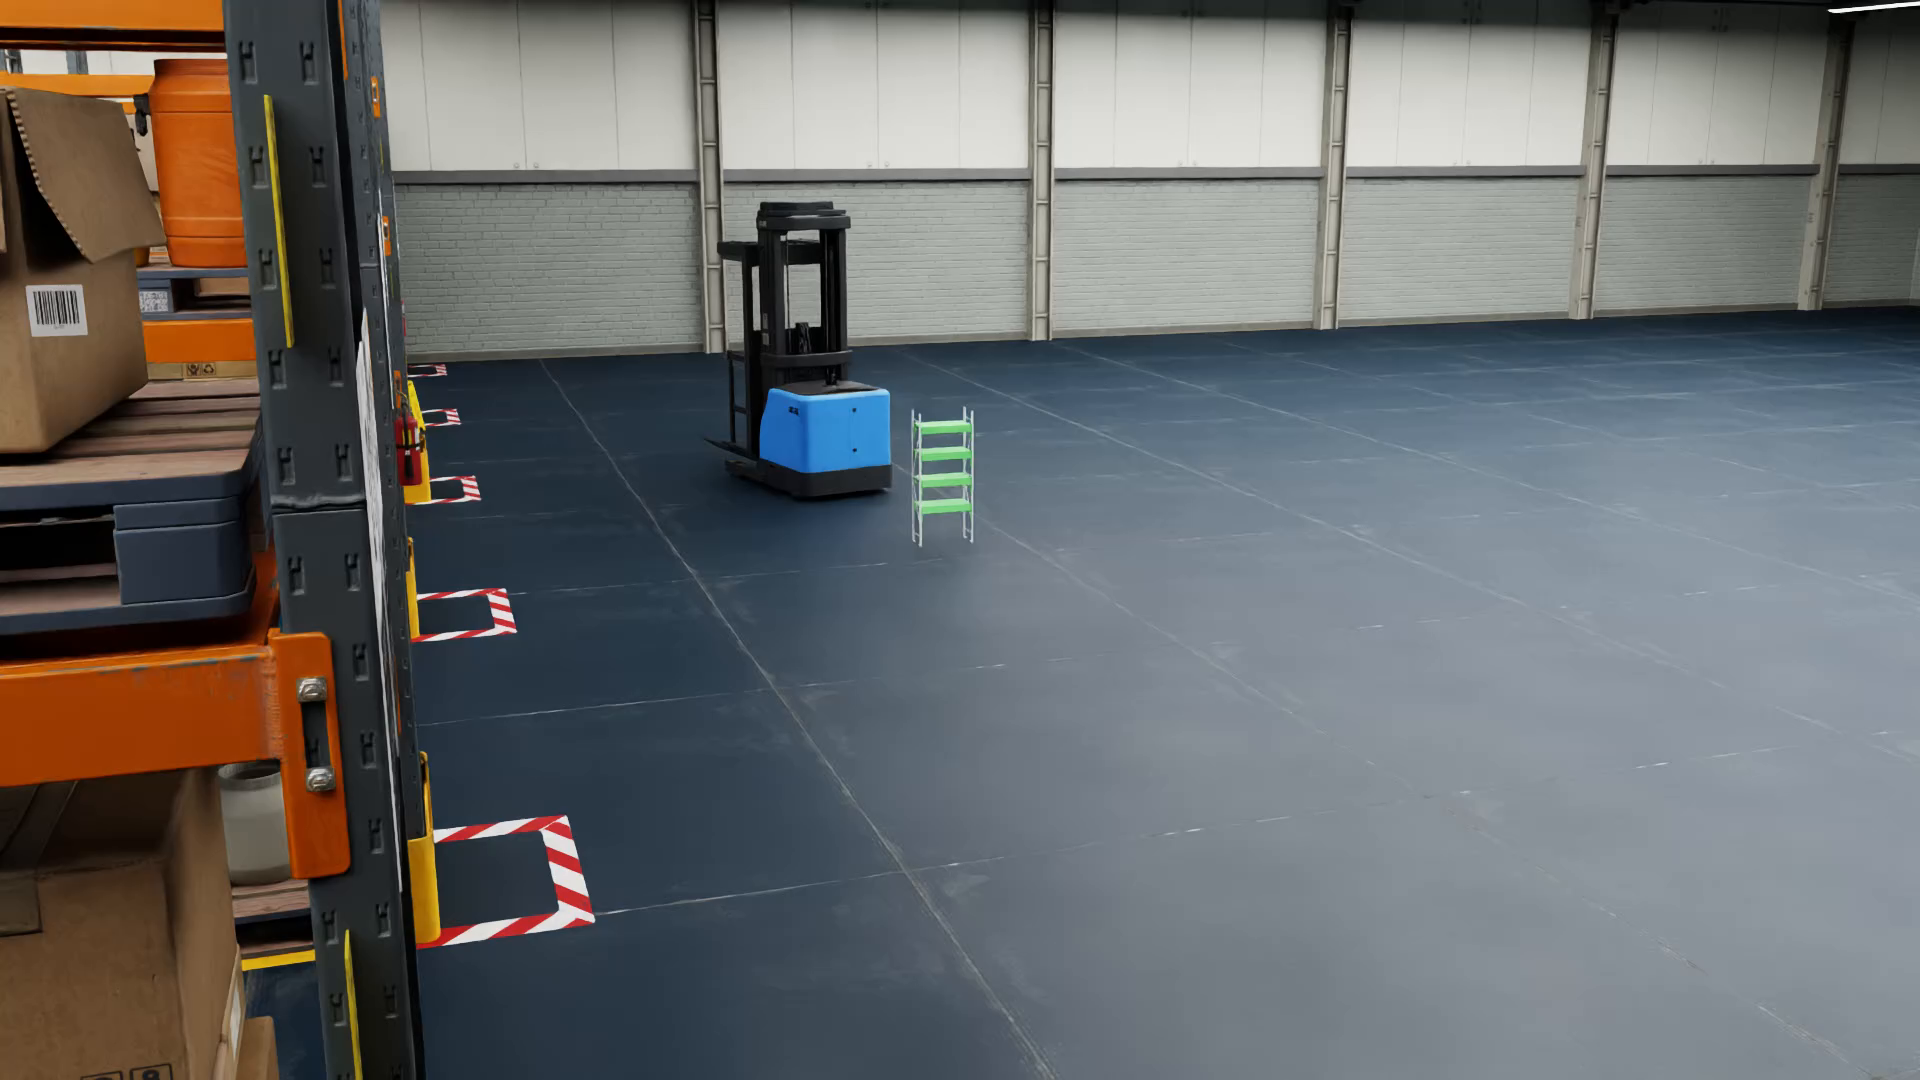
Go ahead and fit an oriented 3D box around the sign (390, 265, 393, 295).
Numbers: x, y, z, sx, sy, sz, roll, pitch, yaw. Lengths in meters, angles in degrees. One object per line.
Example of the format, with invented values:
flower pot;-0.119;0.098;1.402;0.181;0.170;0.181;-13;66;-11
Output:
sign;-5.546;-2.517;16.228;0.005;0.325;0.100;-4;14;-18

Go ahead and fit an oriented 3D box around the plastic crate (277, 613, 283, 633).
plastic crate;-3.019;0.398;7.309;0.616;0.251;0.499;-4;14;-18

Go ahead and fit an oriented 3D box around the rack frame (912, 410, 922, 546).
rack frame;-0.388;-0.553;14.877;0.015;1.200;0.240;-4;14;-18

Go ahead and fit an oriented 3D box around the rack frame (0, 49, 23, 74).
rack frame;-11.171;-5.660;19.492;0.127;3.000;1.000;-4;14;-18

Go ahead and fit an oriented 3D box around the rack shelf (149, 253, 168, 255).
rack shelf;-6.115;-1.825;11.405;4.000;0.370;1.077;-4;14;-18

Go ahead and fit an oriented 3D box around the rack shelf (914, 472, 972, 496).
rack shelf;-0.157;-0.509;14.967;0.480;0.148;0.258;-4;14;-18

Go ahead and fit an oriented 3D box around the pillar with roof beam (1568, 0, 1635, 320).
pillar with roof beam;14.206;-8.017;29.401;0.548;9.000;9.100;-4;14;-18

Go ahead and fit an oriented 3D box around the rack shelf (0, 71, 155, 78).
rack shelf;-9.276;-5.456;20.196;4.000;0.370;1.077;-4;14;-18

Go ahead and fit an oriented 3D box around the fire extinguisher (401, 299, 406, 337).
fire extinguisher;-7.125;-2.906;21.047;0.183;0.674;0.296;-4;14;-18

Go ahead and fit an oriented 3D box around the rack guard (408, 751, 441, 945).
rack guard;-2.697;1.455;7.945;0.348;0.500;1.175;-4;14;-18

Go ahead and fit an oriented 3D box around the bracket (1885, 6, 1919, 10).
bracket;20.712;-11.239;35.169;3.189;0.066;0.076;-4;14;-18

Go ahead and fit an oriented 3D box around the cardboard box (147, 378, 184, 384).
cardboard box;-5.673;-0.931;11.717;0.500;0.500;0.875;-4;14;-18

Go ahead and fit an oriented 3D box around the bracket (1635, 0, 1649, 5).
bracket;13.339;-10.665;32.755;0.430;0.232;0.235;-4;14;-18

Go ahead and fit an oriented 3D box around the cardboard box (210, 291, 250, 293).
cardboard box;-5.304;-1.527;12.060;0.500;0.500;0.500;-4;14;-18

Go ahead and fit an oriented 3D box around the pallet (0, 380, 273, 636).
pallet;-1.742;-0.060;2.622;1.213;0.211;1.003;-4;14;-18

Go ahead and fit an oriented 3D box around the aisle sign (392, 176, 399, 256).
aisle sign;-5.734;-3.294;16.892;0.004;0.787;0.394;-4;14;-18

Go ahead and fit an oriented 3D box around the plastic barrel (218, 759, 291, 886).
plastic barrel;-3.239;1.294;7.687;0.421;0.512;0.421;0;13;0

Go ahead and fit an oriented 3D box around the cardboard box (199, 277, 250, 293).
cardboard box;-7.136;-2.466;16.368;0.550;0.550;0.875;-4;14;-18

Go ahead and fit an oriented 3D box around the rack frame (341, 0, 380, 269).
rack frame;-2.640;-2.695;7.028;0.127;3.000;1.000;-4;14;-18

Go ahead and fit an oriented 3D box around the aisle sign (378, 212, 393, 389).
aisle sign;-2.665;-1.111;7.714;0.004;0.787;0.394;-4;14;-18

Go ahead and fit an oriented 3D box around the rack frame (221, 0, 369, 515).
rack frame;-1.063;-1.609;2.460;0.127;3.000;1.000;-4;14;-18

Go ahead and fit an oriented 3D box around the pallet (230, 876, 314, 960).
pallet;-3.468;1.654;7.731;1.213;0.211;1.003;-4;14;-18

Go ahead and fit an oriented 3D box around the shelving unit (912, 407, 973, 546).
shelving unit;-0.157;-0.572;14.953;0.503;1.200;0.258;-4;14;-18

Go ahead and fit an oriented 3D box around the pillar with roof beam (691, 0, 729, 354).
pillar with roof beam;-2.854;-6.689;23.816;0.400;9.000;9.100;-4;14;-18

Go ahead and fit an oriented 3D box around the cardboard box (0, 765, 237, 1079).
cardboard box;-1.560;0.666;2.843;0.500;0.500;0.700;-4;14;-18

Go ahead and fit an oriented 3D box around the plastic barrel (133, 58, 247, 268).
plastic barrel;-3.060;-1.586;7.009;0.708;0.830;0.600;-4;14;-18

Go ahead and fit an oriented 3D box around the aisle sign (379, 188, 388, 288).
aisle sign;-4.256;-2.198;12.285;0.004;0.787;0.394;-4;14;-18

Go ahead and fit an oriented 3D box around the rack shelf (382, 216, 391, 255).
rack shelf;-7.601;-2.920;16.010;4.000;0.370;1.077;-4;14;-18

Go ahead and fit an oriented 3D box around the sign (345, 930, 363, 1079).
sign;-0.904;0.751;2.488;0.005;0.325;0.100;-4;14;-18

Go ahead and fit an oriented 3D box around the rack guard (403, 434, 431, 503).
rack guard;-5.683;-0.744;17.191;0.348;0.500;1.175;-4;14;-18

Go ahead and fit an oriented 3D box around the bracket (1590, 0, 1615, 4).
bracket;12.552;-10.604;32.498;0.430;0.232;0.235;-4;14;-18

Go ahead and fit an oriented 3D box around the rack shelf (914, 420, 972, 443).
rack shelf;-0.157;-0.976;14.856;0.480;0.148;0.258;-4;14;-18

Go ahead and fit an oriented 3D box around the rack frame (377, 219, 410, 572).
rack frame;-4.219;-0.863;12.290;0.127;3.000;1.000;-4;14;-18

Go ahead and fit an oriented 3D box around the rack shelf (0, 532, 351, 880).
rack shelf;-2.959;0.348;2.270;4.000;0.370;1.077;-4;14;-18

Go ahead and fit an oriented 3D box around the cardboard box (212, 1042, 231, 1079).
cardboard box;-1.365;1.016;2.773;0.250;0.149;0.380;-5;14;-19

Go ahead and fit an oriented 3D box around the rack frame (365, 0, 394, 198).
rack frame;-5.706;-4.877;16.200;0.127;3.000;1.000;-4;14;-18

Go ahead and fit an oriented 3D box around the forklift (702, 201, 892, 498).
forklift;-1.900;-2.142;17.813;1.130;2.935;3.031;-8;16;-31

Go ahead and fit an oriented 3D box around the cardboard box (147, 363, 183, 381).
cardboard box;-5.609;-1.374;11.416;0.500;0.500;0.500;-4;14;-18

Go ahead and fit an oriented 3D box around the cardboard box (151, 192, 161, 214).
cardboard box;-5.396;-2.302;11.319;0.250;0.149;0.380;-4;14;-17

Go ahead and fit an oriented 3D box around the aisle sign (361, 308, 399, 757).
aisle sign;-1.099;-0.027;3.156;0.004;0.787;0.394;-4;14;-18

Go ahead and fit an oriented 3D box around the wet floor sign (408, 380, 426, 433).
wet floor sign;-6.859;-1.671;20.772;0.232;0.644;0.267;0;13;1

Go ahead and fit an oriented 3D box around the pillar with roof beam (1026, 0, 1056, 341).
pillar with roof beam;2.832;-7.131;25.677;0.400;9.000;9.100;-4;14;-18

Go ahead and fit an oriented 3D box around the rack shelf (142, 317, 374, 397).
rack shelf;-4.535;-0.739;6.838;4.000;0.370;1.077;-4;14;-18
